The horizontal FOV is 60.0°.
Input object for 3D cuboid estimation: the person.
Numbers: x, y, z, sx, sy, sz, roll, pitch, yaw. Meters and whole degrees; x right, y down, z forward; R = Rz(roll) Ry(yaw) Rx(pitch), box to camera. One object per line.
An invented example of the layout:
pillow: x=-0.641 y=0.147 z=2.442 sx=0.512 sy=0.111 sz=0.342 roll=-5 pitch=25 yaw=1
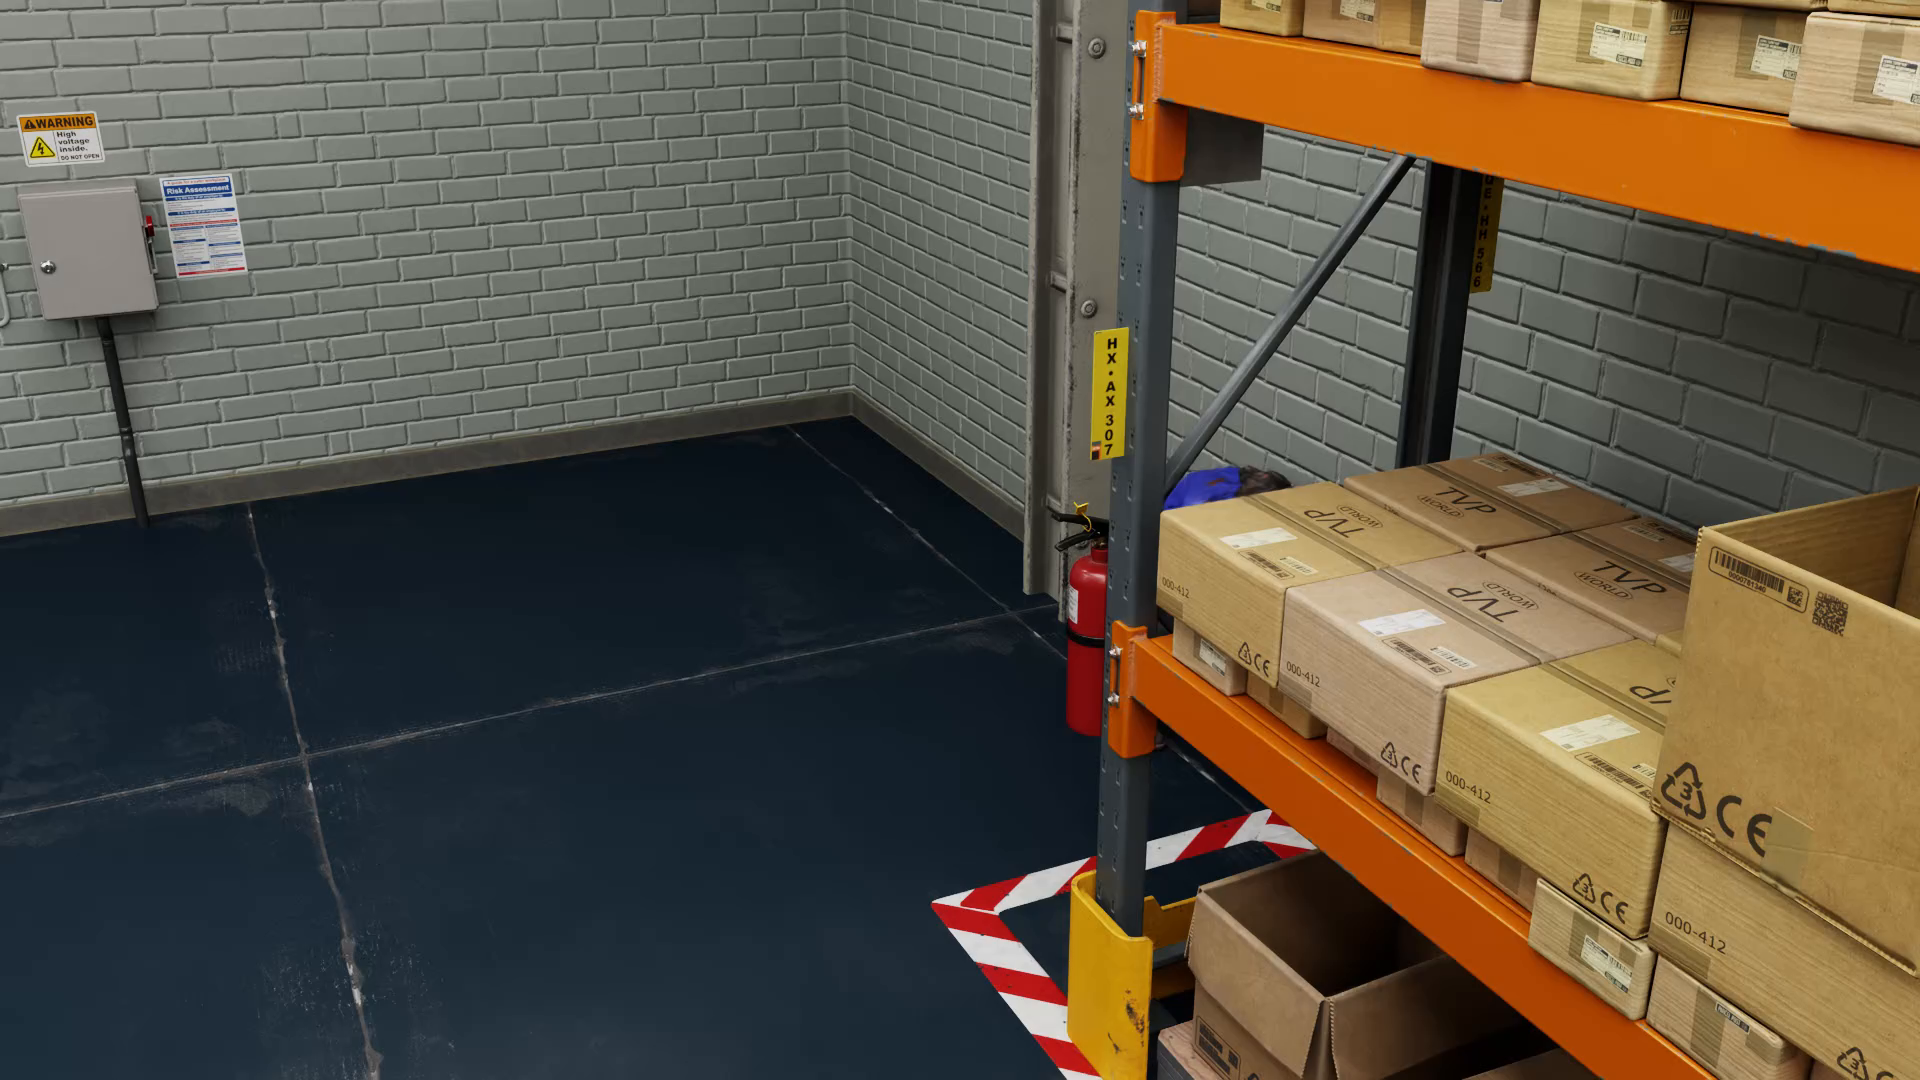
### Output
person: x=0.889 y=0.232 z=6.109 sx=0.431 sy=1.225 sz=0.823 roll=-12 pitch=25 yaw=-26
